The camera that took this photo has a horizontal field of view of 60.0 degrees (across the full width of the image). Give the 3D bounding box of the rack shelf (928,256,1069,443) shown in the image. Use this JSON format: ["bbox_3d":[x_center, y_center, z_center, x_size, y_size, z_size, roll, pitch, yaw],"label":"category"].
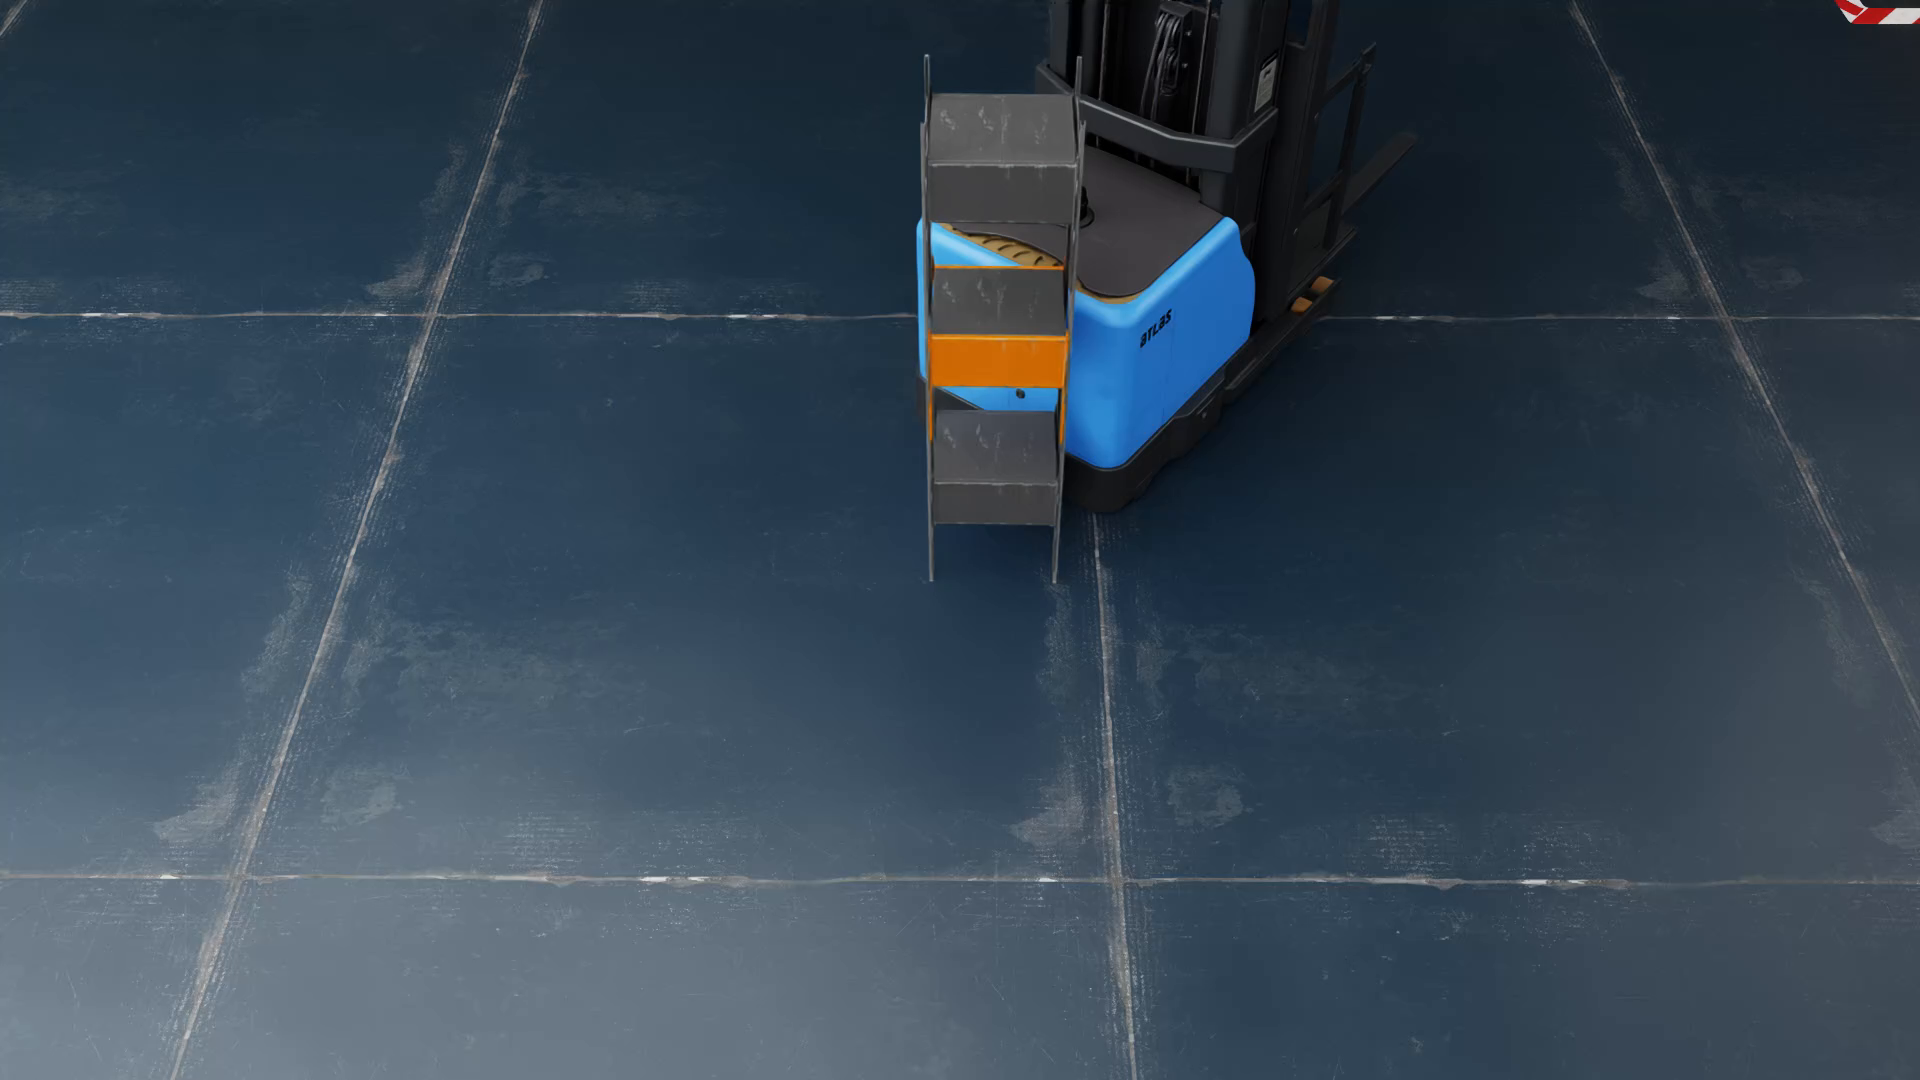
[{"bbox_3d":[0.134,-0.681,5.968,0.480,0.518,0.431,1,47,1],"label":"rack shelf"}]

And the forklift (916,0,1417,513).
[{"bbox_3d":[1.107,-2.142,6.741,1.130,2.935,3.031,29,53,24],"label":"forklift"}]

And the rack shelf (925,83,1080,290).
[{"bbox_3d":[0.134,-1.158,5.456,0.480,0.518,0.431,1,47,1],"label":"rack shelf"}]

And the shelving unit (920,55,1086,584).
[{"bbox_3d":[0.134,-0.690,5.958,0.503,2.100,0.431,1,47,1],"label":"shelving unit"}]

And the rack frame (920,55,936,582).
[{"bbox_3d":[-0.109,-0.694,5.961,0.015,2.100,0.400,1,47,1],"label":"rack frame"}]

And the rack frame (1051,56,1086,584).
[{"bbox_3d":[0.378,-0.687,5.955,0.015,2.100,0.400,1,47,1],"label":"rack frame"}]

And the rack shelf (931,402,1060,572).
[{"bbox_3d":[0.134,-0.204,6.480,0.480,0.518,0.431,1,47,1],"label":"rack shelf"}]
